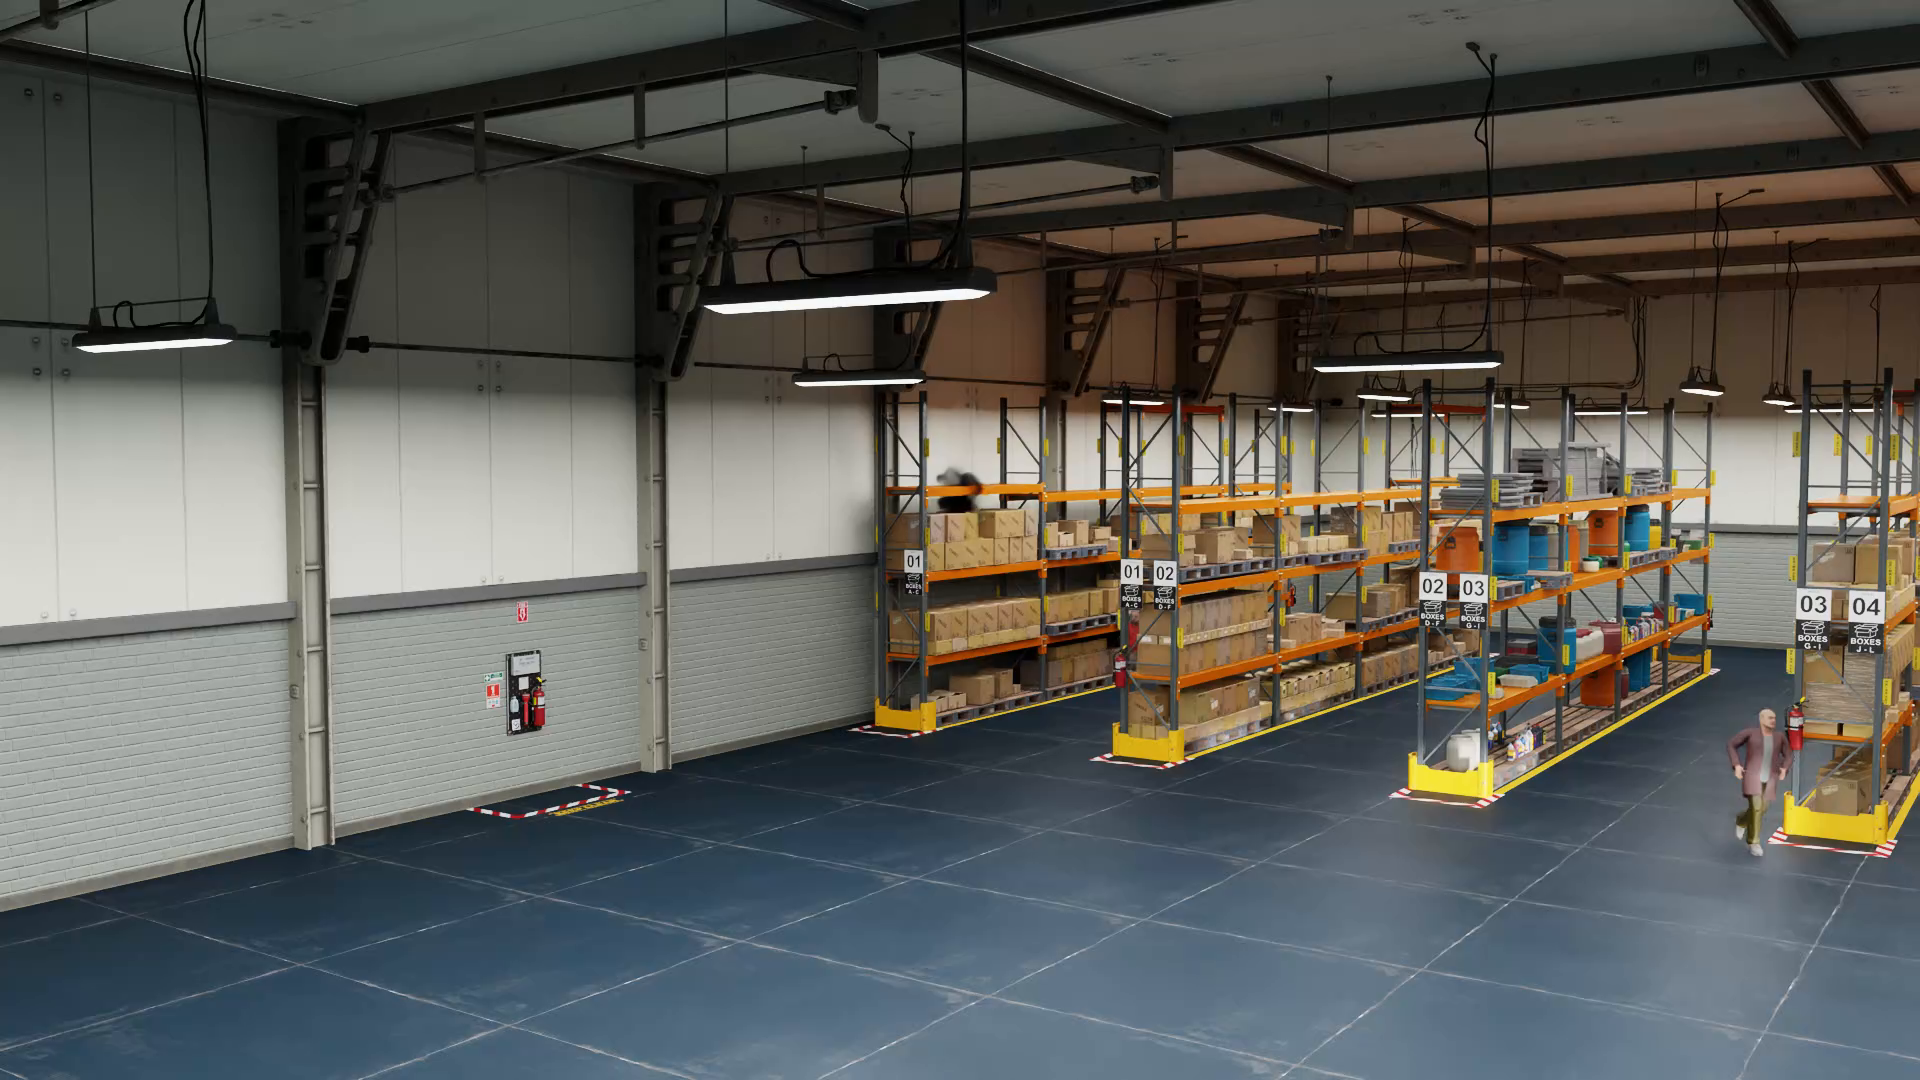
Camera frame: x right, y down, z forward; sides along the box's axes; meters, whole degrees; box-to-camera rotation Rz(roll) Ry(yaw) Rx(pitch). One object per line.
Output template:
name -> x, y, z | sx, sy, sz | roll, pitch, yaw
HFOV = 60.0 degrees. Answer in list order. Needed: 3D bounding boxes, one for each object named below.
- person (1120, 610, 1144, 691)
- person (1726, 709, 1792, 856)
person -> 3.264, 2.180, 30.727 | 0.607, 1.780, 0.876 | 2, 4, 30
person -> 9.983, 2.989, 20.750 | 0.746, 1.762, 0.840 | 0, 3, 1
